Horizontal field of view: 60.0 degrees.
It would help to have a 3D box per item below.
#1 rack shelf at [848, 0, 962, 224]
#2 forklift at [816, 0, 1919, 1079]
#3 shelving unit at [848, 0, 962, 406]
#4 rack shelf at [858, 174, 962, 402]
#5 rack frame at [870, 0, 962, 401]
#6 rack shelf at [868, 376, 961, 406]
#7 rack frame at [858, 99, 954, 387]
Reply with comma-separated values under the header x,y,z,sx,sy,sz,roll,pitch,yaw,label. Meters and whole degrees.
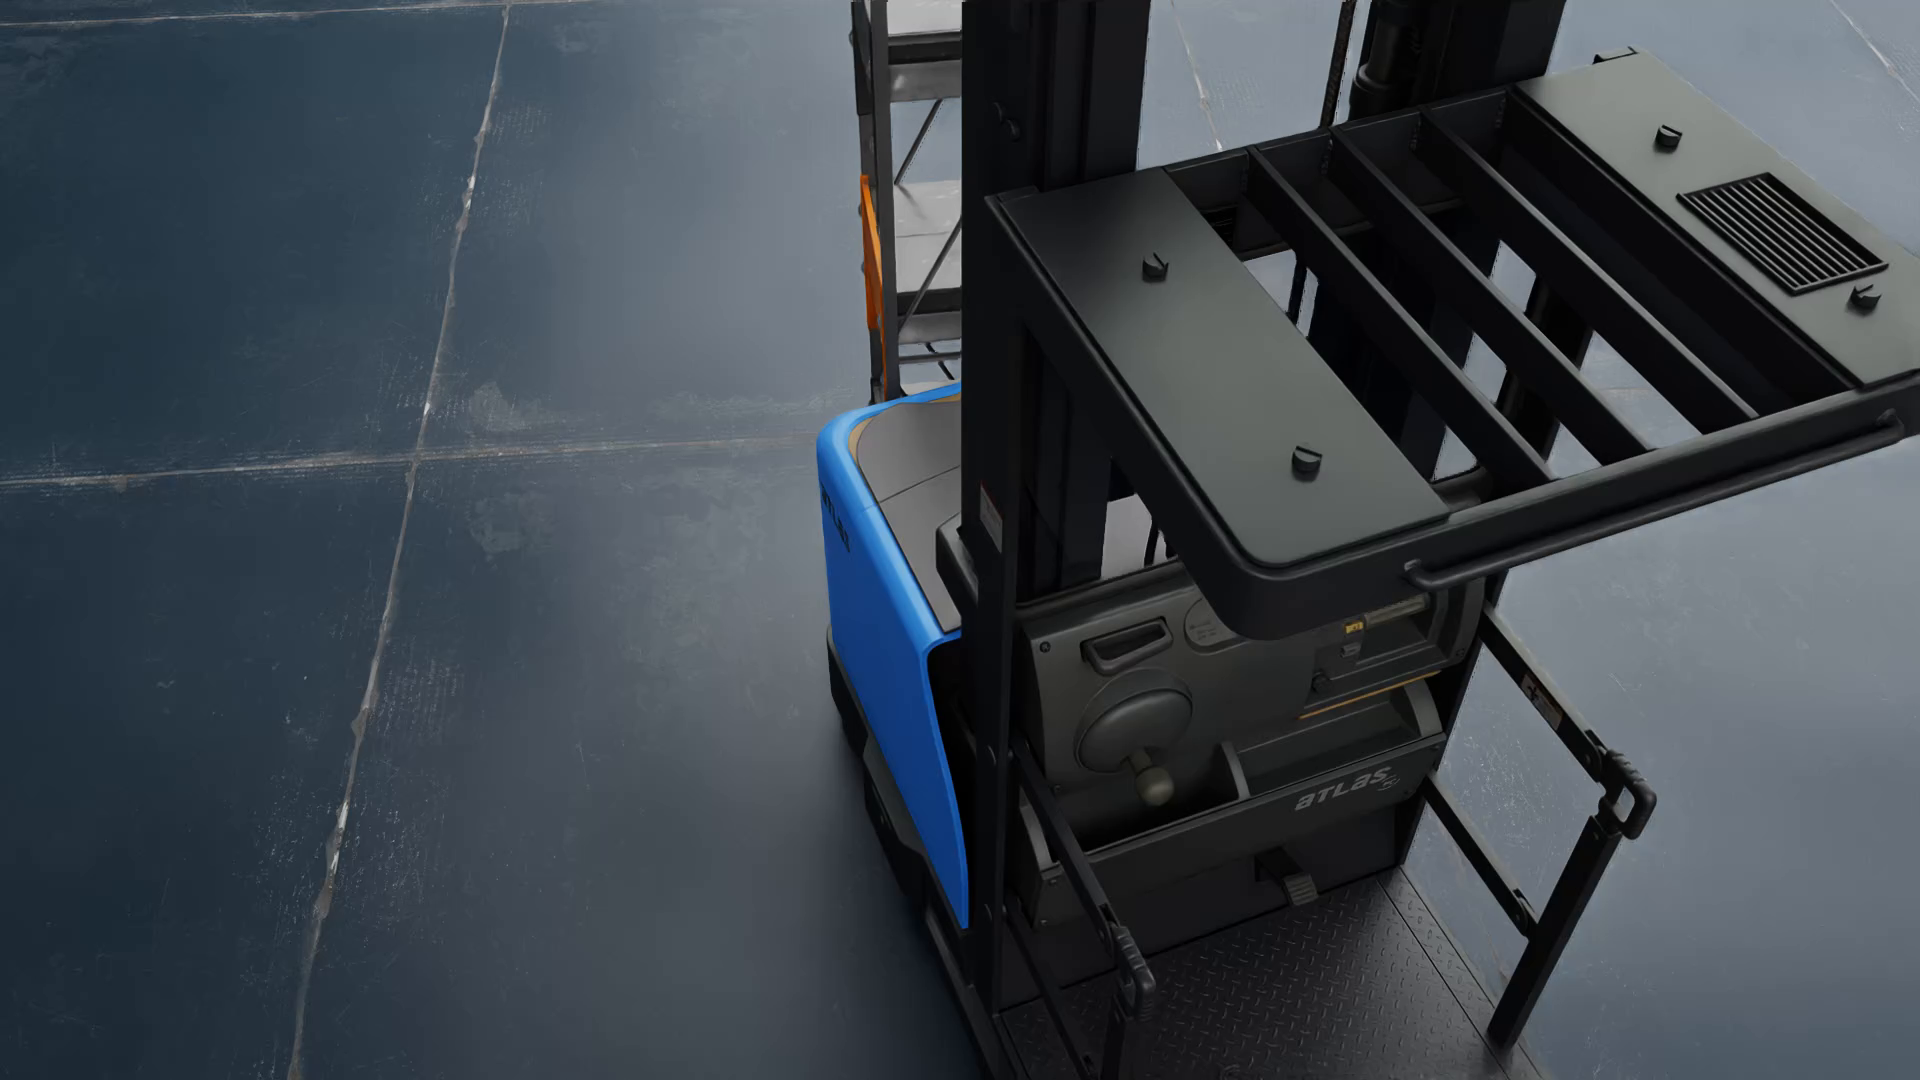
x,y,z,sx,sy,sz,roll,pitch,yaw,label
-0.027,-1.117,3.916,0.431,0.518,0.480,-6,47,-6,rack shelf
0.647,0.300,2.947,1.130,2.935,3.031,-16,49,-15,forklift
-0.027,-0.645,4.414,0.431,2.100,0.503,-6,47,-6,shelving unit
-0.027,-0.635,4.424,0.431,0.518,0.480,-6,47,-6,rack shelf
0.009,-0.469,4.248,0.400,2.100,0.015,-6,47,-6,rack frame
-0.027,-0.154,4.932,0.431,0.518,0.480,-6,47,-6,rack shelf
-0.062,-0.820,4.580,0.400,2.100,0.015,-6,47,-6,rack frame
